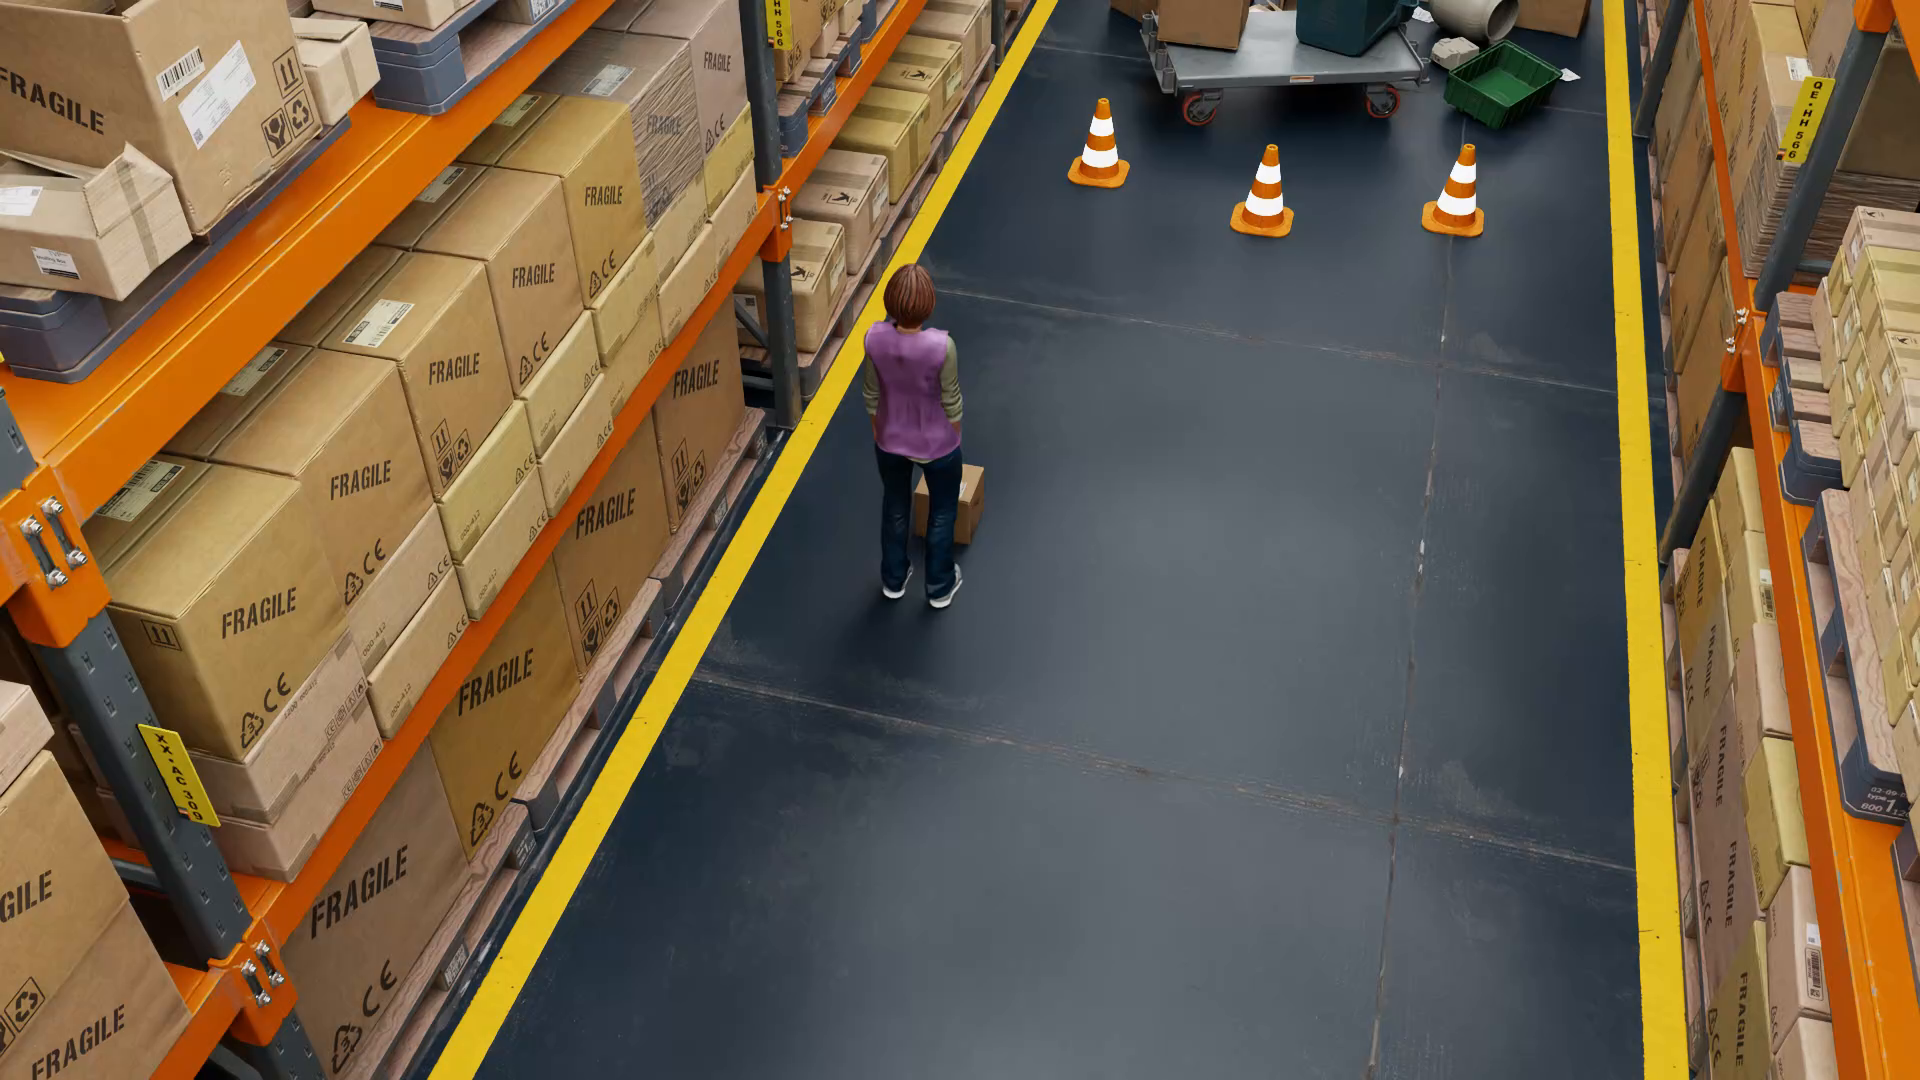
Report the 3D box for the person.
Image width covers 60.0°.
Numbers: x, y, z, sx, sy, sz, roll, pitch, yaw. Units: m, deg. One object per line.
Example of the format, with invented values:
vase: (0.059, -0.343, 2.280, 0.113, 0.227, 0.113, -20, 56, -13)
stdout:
person: (-0.185, -0.391, 6.626, 0.409, 1.586, 0.301, 11, 43, 12)
